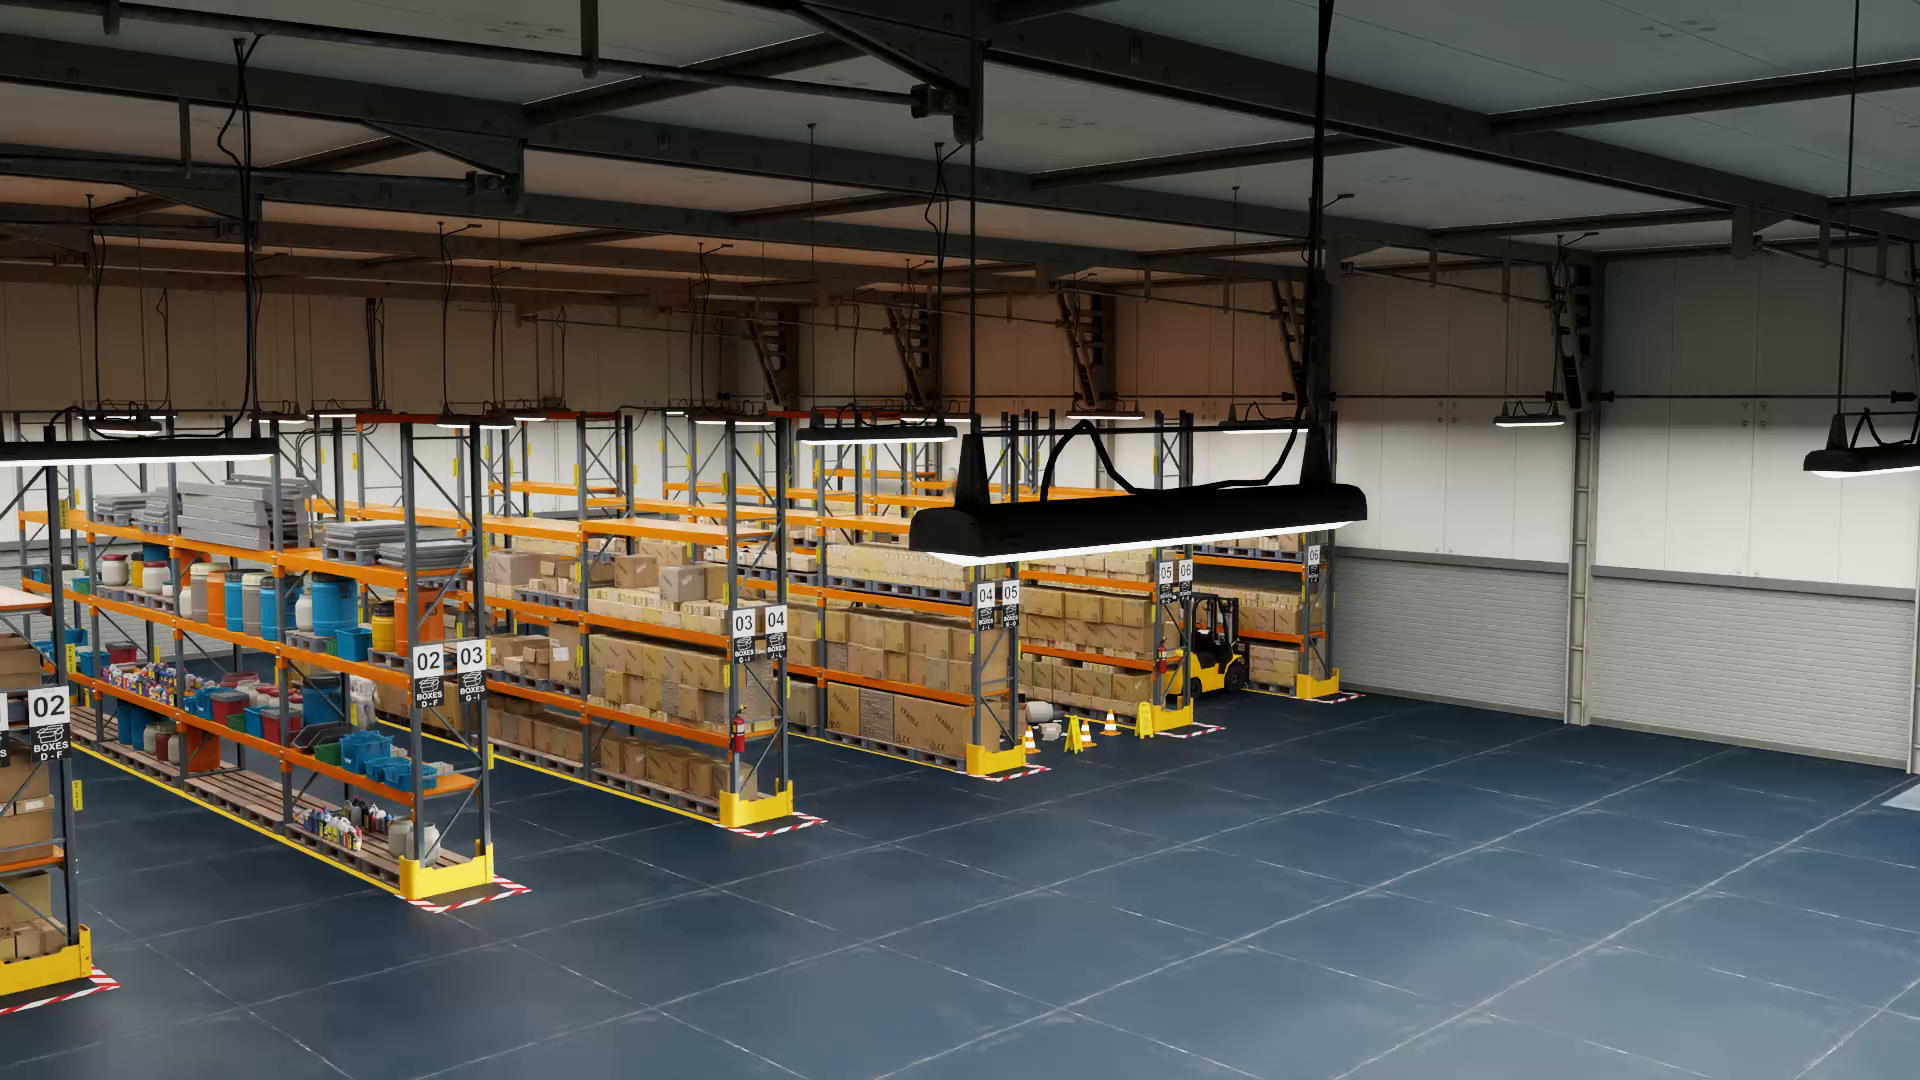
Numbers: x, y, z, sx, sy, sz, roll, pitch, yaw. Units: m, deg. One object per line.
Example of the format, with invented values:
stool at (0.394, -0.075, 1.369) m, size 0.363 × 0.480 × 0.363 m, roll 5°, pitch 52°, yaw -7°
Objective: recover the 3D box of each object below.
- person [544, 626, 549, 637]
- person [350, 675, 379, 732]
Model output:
person at (-10.245, 1.884, 41.754) m, size 0.550 × 1.710 × 0.825 m, roll 4°, pitch 6°, yaw 38°
person at (-10.779, 2.913, 30.002) m, size 0.554 × 1.659 × 0.616 m, roll 5°, pitch 7°, yaw 45°
